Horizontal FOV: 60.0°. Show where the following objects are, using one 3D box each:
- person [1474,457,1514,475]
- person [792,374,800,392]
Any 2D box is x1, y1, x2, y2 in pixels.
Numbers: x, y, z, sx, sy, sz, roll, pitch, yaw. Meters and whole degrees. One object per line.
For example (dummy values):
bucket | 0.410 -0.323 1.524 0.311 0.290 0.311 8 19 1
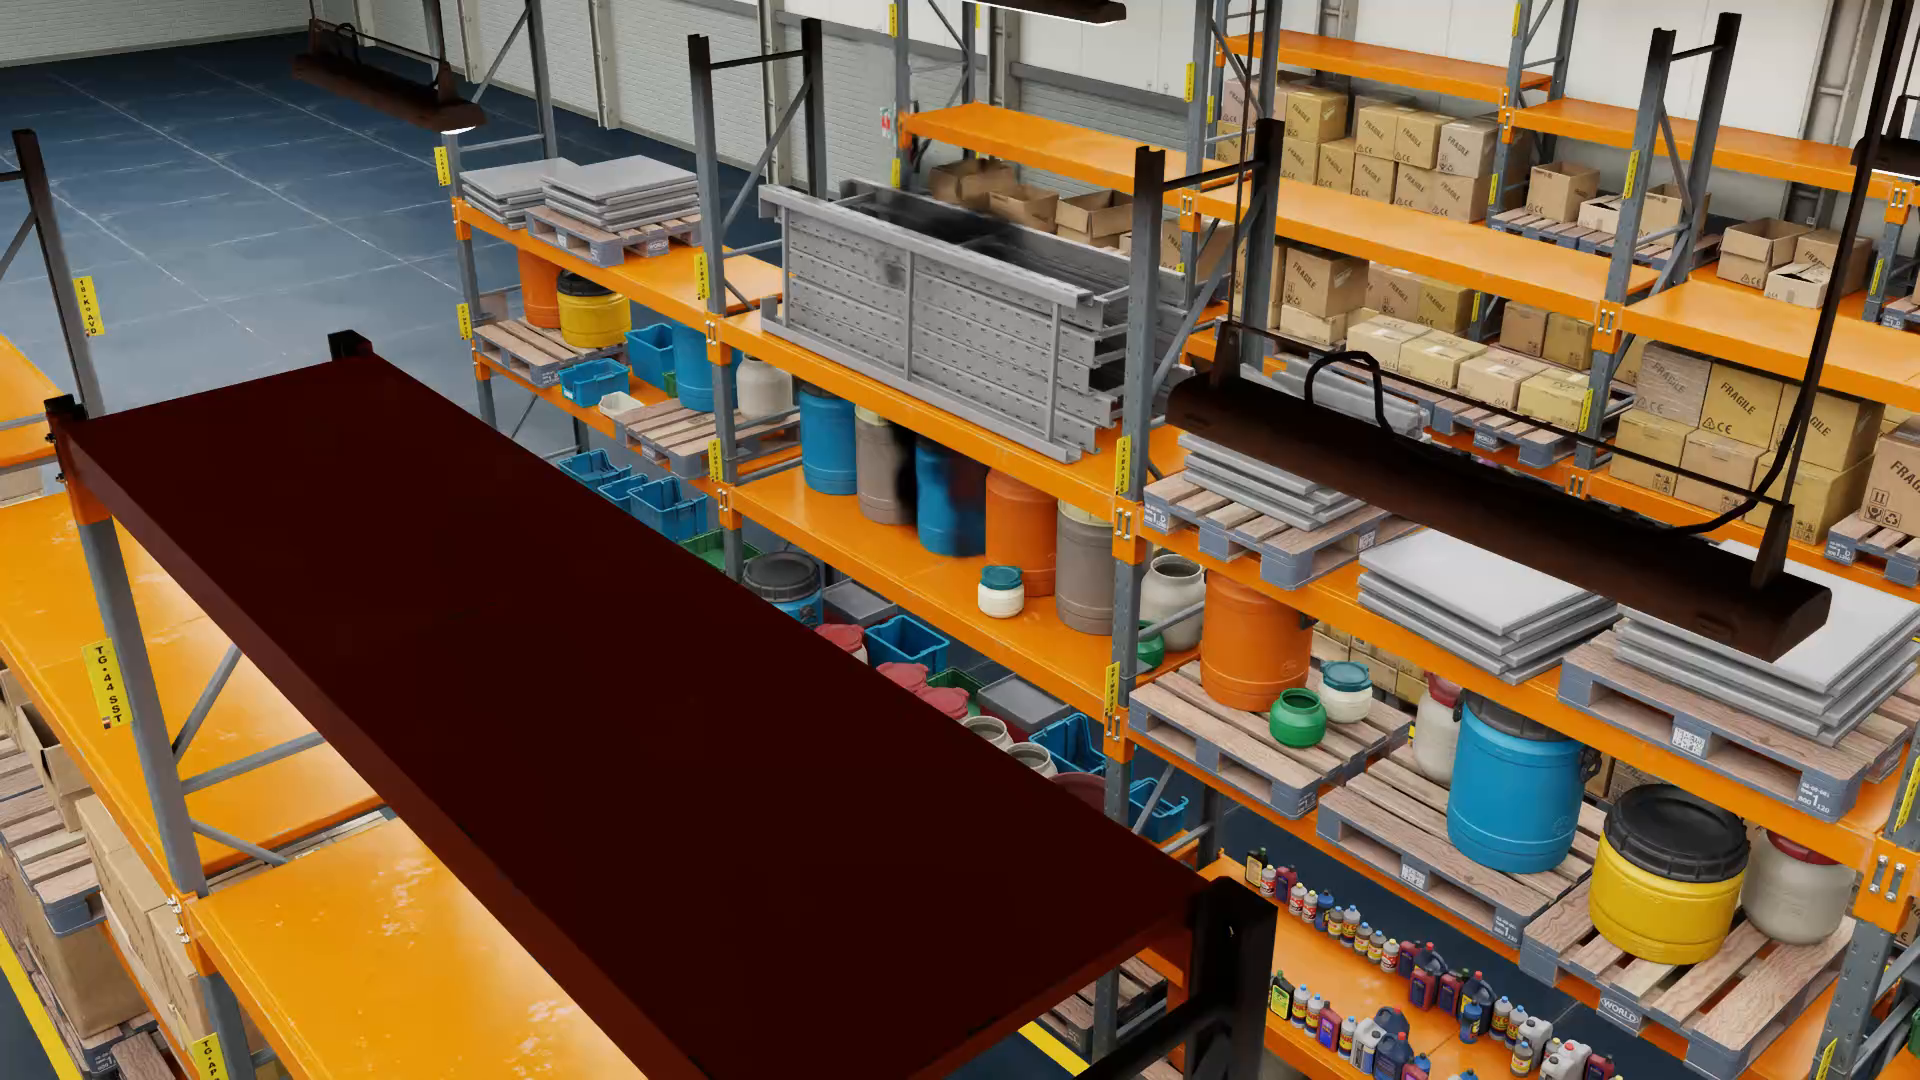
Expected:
person | 5.098 -0.295 16.371 0.741 1.642 0.510 18 32 31
person | -1.999 -2.167 19.888 0.864 1.839 0.717 -6 27 -11
